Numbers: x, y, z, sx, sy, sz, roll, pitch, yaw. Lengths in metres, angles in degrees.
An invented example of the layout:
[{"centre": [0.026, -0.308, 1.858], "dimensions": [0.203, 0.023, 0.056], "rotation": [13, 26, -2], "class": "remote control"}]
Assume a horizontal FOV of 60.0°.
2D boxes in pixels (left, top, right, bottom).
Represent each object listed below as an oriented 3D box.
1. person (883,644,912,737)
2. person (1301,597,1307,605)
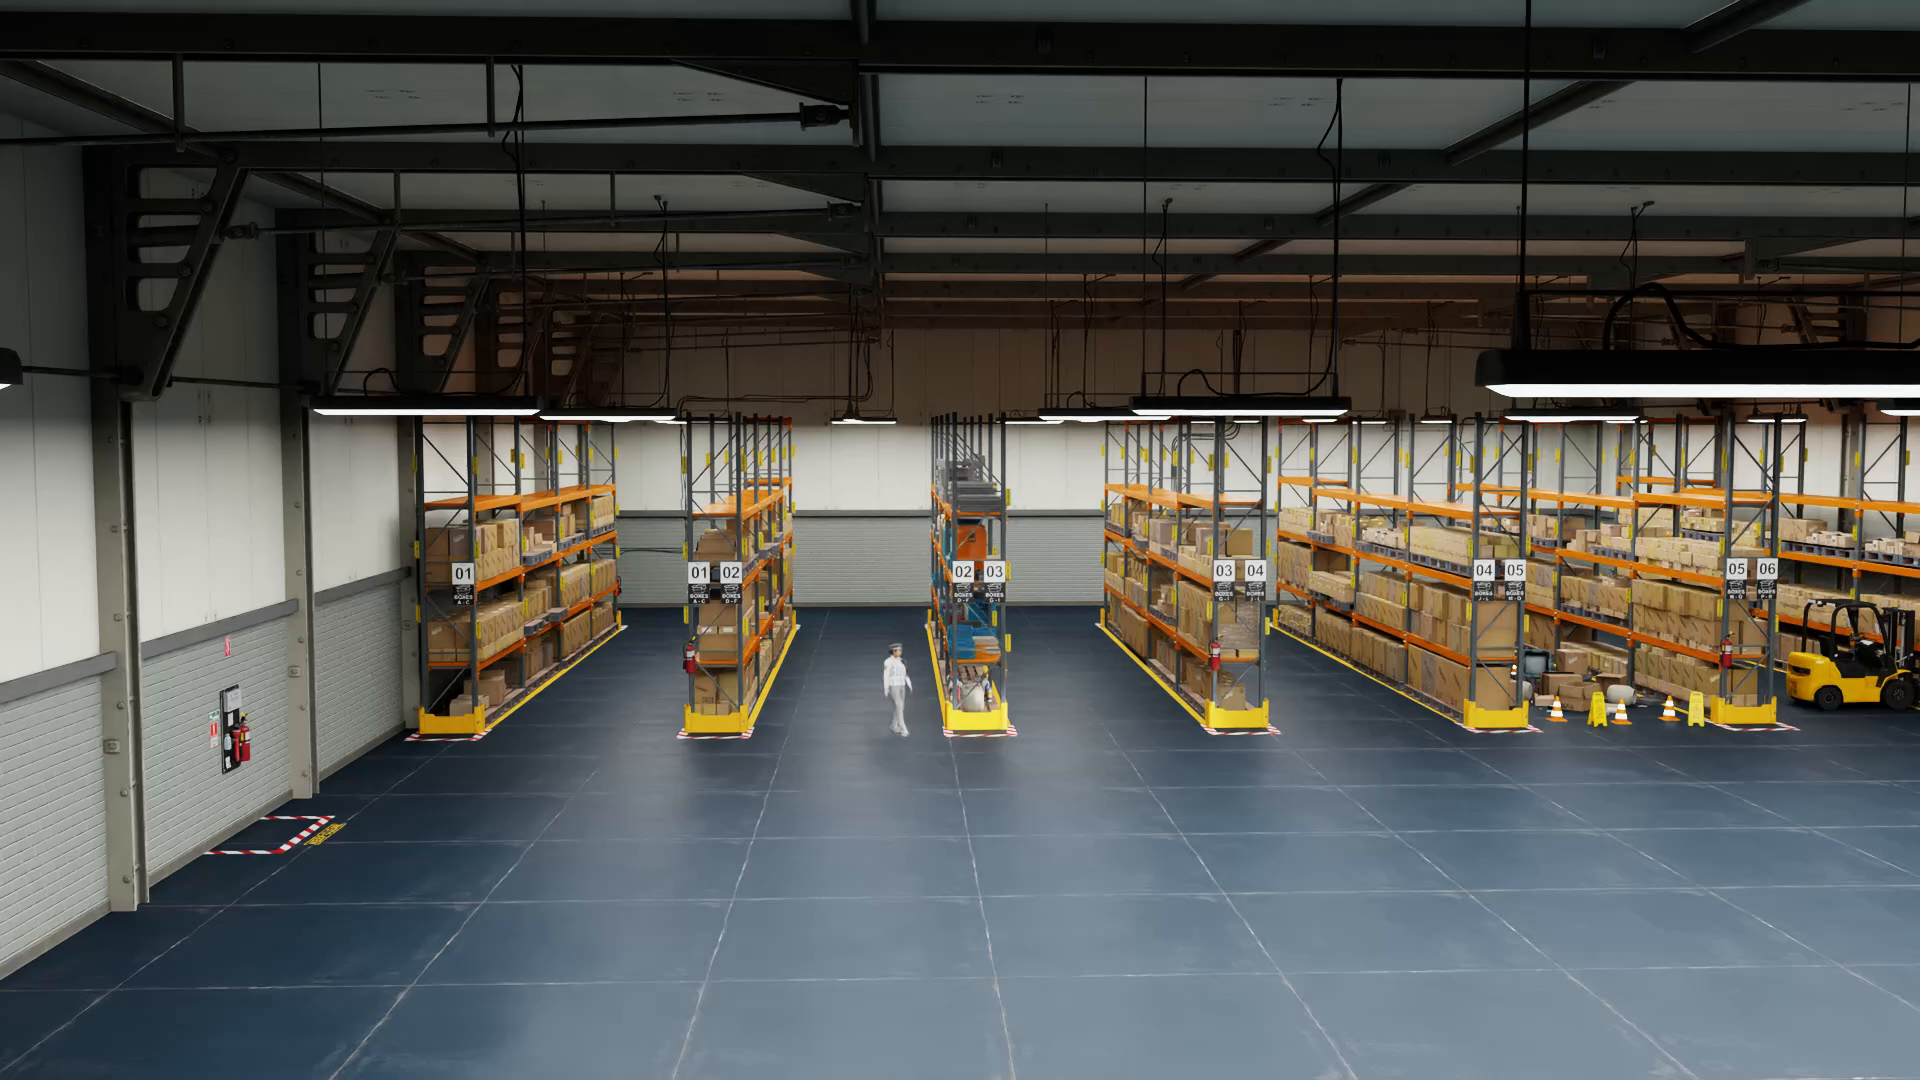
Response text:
[{"centre": [-1.081, 2.782, 31.087], "dimensions": [0.689, 1.675, 0.510], "rotation": [3, 5, 41], "class": "person"}, {"centre": [10.641, 1.373, 50.768], "dimensions": [0.763, 1.770, 0.553], "rotation": [-4, 5, -44], "class": "person"}]
